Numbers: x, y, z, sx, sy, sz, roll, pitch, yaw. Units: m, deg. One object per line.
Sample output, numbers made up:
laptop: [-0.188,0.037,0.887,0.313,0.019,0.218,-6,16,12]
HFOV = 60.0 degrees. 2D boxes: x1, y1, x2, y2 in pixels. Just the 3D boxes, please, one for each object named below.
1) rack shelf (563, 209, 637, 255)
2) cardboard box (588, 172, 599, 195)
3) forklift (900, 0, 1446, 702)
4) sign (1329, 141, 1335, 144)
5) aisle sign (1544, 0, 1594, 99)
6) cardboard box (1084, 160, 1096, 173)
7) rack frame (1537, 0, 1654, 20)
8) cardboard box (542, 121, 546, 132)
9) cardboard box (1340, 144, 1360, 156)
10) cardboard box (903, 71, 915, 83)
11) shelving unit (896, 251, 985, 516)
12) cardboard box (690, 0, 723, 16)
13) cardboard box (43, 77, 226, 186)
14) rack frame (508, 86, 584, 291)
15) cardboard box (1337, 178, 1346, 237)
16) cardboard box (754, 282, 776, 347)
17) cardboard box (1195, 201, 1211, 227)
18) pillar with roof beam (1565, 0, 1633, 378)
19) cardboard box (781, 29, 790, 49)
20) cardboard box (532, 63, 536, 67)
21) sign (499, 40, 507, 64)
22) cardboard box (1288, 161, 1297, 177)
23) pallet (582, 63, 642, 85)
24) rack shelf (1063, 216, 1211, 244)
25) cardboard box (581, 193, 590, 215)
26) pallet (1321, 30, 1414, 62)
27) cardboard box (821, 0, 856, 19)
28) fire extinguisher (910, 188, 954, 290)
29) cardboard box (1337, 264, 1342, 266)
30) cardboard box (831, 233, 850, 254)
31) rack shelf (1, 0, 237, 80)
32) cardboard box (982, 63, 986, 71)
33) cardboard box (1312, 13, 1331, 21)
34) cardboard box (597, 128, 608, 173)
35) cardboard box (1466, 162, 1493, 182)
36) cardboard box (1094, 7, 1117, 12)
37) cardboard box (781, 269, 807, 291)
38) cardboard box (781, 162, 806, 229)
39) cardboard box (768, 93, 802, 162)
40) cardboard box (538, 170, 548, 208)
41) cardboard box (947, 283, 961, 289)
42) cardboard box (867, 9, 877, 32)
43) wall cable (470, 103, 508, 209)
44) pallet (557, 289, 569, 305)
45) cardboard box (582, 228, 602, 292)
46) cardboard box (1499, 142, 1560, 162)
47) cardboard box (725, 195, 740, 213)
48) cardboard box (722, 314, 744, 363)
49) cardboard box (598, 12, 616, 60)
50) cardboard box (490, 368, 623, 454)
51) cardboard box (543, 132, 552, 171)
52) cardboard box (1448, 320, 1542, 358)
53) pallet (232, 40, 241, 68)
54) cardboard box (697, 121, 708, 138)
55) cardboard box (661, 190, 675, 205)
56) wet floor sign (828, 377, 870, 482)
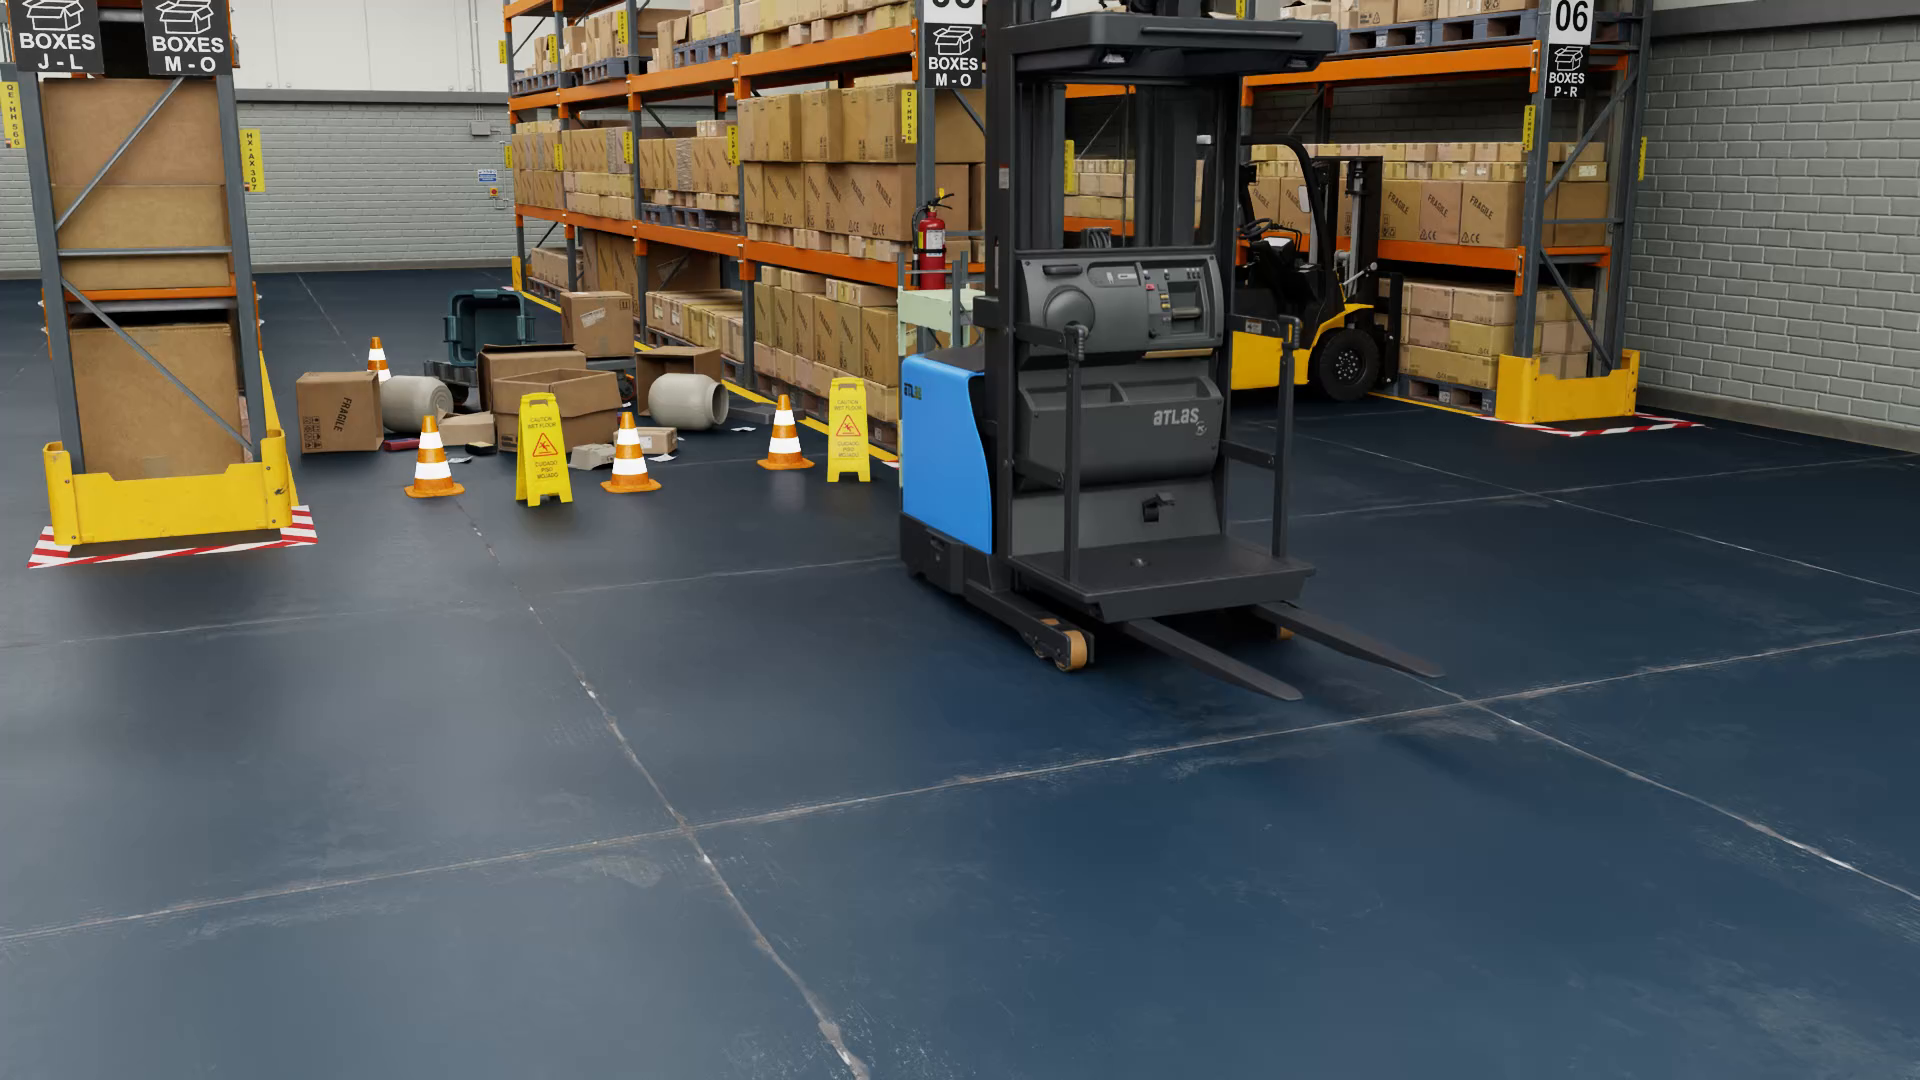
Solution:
rack shelf: [-3.807,-3.704,19.818,1.077,0.370,4.000,-6,14,-23]
cardboard box: [-4.074,-4.206,19.615,0.500,0.250,0.500,-6,14,-25]
forklift: [0.776,-1.016,6.760,1.130,2.935,3.031,-6,14,-24]
sign: [3.651,-3.775,16.433,0.100,0.325,0.005,-6,14,-23]
aisle sign: [4.502,-3.664,12.285,0.394,0.787,0.004,-6,14,-23]
cardboard box: [1.633,-4.257,18.951,0.380,0.149,0.250,-5,14,-21]
rack frame: [4.745,-5.361,12.075,1.000,3.000,0.127,-6,14,-23]
cardboard box: [-5.477,-5.625,22.642,0.380,0.149,0.250,-6,14,-24]
cardboard box: [3.587,-3.422,14.685,0.380,0.149,0.250,-6,14,-23]
cardboard box: [-0.484,-6.527,23.441,0.500,0.250,0.500,-6,14,-23]
shelving unit: [0.003,-0.729,8.695,0.431,1.500,0.755,-6,14,-23]
cardboard box: [-2.182,-4.969,15.326,0.500,0.250,0.500,-5,14,-22]
cardboard box: [-4.410,-2.200,8.996,0.875,0.550,0.550,-6,14,-23]
rack frame: [-6.211,-5.294,25.093,1.000,3.000,0.127,-6,14,-23]
cardboard box: [3.509,-2.987,14.903,0.500,0.500,0.500,-6,14,-24]
cardboard box: [-1.415,-1.899,13.927,0.500,0.500,0.500,-5,14,-20]
cardboard box: [2.701,-3.272,16.687,0.500,0.250,0.500,-5,14,-22]
pillar with roof beam: [1.348,-5.197,11.368,9.100,9.000,0.400,-6,14,-23]
cardboard box: [-1.185,-3.912,13.025,0.380,0.149,0.250,-5,14,-21]
cardboard box: [-5.948,-6.851,24.347,0.500,0.250,0.500,-7,15,-28]
sign: [-6.721,-7.171,24.436,0.100,0.325,0.005,-6,14,-23]
cardboard box: [3.265,-3.435,15.398,0.380,0.149,0.250,-6,14,-23]
pallet: [-3.763,-5.370,19.186,1.003,0.211,1.213,-5,14,-20]
rack shelf: [2.342,-3.327,18.188,1.077,0.370,4.000,-6,14,-23]
cardboard box: [-4.275,-4.066,20.119,0.500,0.250,0.500,-6,14,-23]
pallet: [3.508,-4.509,15.242,1.003,0.211,1.213,-6,14,-23]
cardboard box: [-0.666,-3.814,11.718,0.500,0.250,0.500,-5,14,-21]
fire extinguisher: [-0.178,-1.886,10.537,0.296,0.674,0.183,-6,14,-23]
cardboard box: [3.517,-2.532,16.108,0.500,0.250,0.500,-5,14,-22]
cardboard box: [-0.724,-2.182,12.204,0.380,0.149,0.250,-6,14,-24]
rack shelf: [-5.098,-3.045,10.317,1.077,0.370,4.000,-6,14,-23]
cardboard box: [0.333,-6.097,21.311,0.380,0.149,0.250,-5,14,-22]
cardboard box: [3.352,-4.578,14.748,0.380,0.149,0.250,-5,14,-21]
cardboard box: [-3.859,-4.469,19.088,0.500,0.500,0.500,-6,14,-23]
cardboard box: [4.220,-2.899,13.083,0.380,0.149,0.250,-5,14,-22]
cardboard box: [1.901,-5.587,18.331,0.700,0.500,0.500,-6,14,-24]
cardboard box: [-1.212,-2.078,13.261,0.380,0.149,0.250,-5,14,-21]
cardboard box: [-1.071,-2.686,12.943,0.500,0.500,0.500,-6,14,-23]
cardboard box: [-1.065,-3.172,12.823,0.700,0.500,0.500,-6,14,-24]
cardboard box: [-5.454,-4.798,22.726,0.500,0.500,0.500,-6,14,-24]
cardboard box: [0.148,-3.675,22.707,0.500,0.500,0.500,-6,14,-24]
cardboard box: [-0.406,-3.483,11.170,0.380,0.149,0.250,-5,14,-21]
wall cable: [-8.491,-6.968,30.000,0.585,1.953,0.123,-6,14,-23]
pallet: [-4.841,-3.274,22.546,1.003,0.211,1.213,-6,14,-23]
cardboard box: [-4.287,-3.517,21.193,0.875,0.875,0.875,-5,14,-21]
cardboard box: [4.409,-3.003,12.871,0.380,0.149,0.250,-6,14,-23]
cardboard box: [-1.863,-2.979,14.714,0.380,0.149,0.250,-5,14,-22]
cardboard box: [-1.616,-1.848,15.098,0.950,0.372,0.625,-5,14,-22]
cardboard box: [-3.577,-5.544,18.365,0.700,0.500,0.500,-6,15,-26]
cardboard box: [-2.825,-0.907,11.672,0.637,0.503,0.797,6,14,26]
cardboard box: [-5.246,-5.182,22.168,0.500,0.500,0.500,-6,14,-24]
cardboard box: [4.264,-1.619,13.270,0.500,0.250,0.500,-6,14,-24]
pallet: [-7.194,-4.415,15.059,1.213,0.211,1.003,-5,14,-20]
cardboard box: [-2.215,-3.800,15.386,0.380,0.149,0.250,-6,14,-25]
cardboard box: [-2.805,-3.459,16.789,0.380,0.149,0.250,-6,14,-23]
wet floor sign: [-0.706,-0.706,10.489,0.267,0.644,0.232,-1,13,-4]
